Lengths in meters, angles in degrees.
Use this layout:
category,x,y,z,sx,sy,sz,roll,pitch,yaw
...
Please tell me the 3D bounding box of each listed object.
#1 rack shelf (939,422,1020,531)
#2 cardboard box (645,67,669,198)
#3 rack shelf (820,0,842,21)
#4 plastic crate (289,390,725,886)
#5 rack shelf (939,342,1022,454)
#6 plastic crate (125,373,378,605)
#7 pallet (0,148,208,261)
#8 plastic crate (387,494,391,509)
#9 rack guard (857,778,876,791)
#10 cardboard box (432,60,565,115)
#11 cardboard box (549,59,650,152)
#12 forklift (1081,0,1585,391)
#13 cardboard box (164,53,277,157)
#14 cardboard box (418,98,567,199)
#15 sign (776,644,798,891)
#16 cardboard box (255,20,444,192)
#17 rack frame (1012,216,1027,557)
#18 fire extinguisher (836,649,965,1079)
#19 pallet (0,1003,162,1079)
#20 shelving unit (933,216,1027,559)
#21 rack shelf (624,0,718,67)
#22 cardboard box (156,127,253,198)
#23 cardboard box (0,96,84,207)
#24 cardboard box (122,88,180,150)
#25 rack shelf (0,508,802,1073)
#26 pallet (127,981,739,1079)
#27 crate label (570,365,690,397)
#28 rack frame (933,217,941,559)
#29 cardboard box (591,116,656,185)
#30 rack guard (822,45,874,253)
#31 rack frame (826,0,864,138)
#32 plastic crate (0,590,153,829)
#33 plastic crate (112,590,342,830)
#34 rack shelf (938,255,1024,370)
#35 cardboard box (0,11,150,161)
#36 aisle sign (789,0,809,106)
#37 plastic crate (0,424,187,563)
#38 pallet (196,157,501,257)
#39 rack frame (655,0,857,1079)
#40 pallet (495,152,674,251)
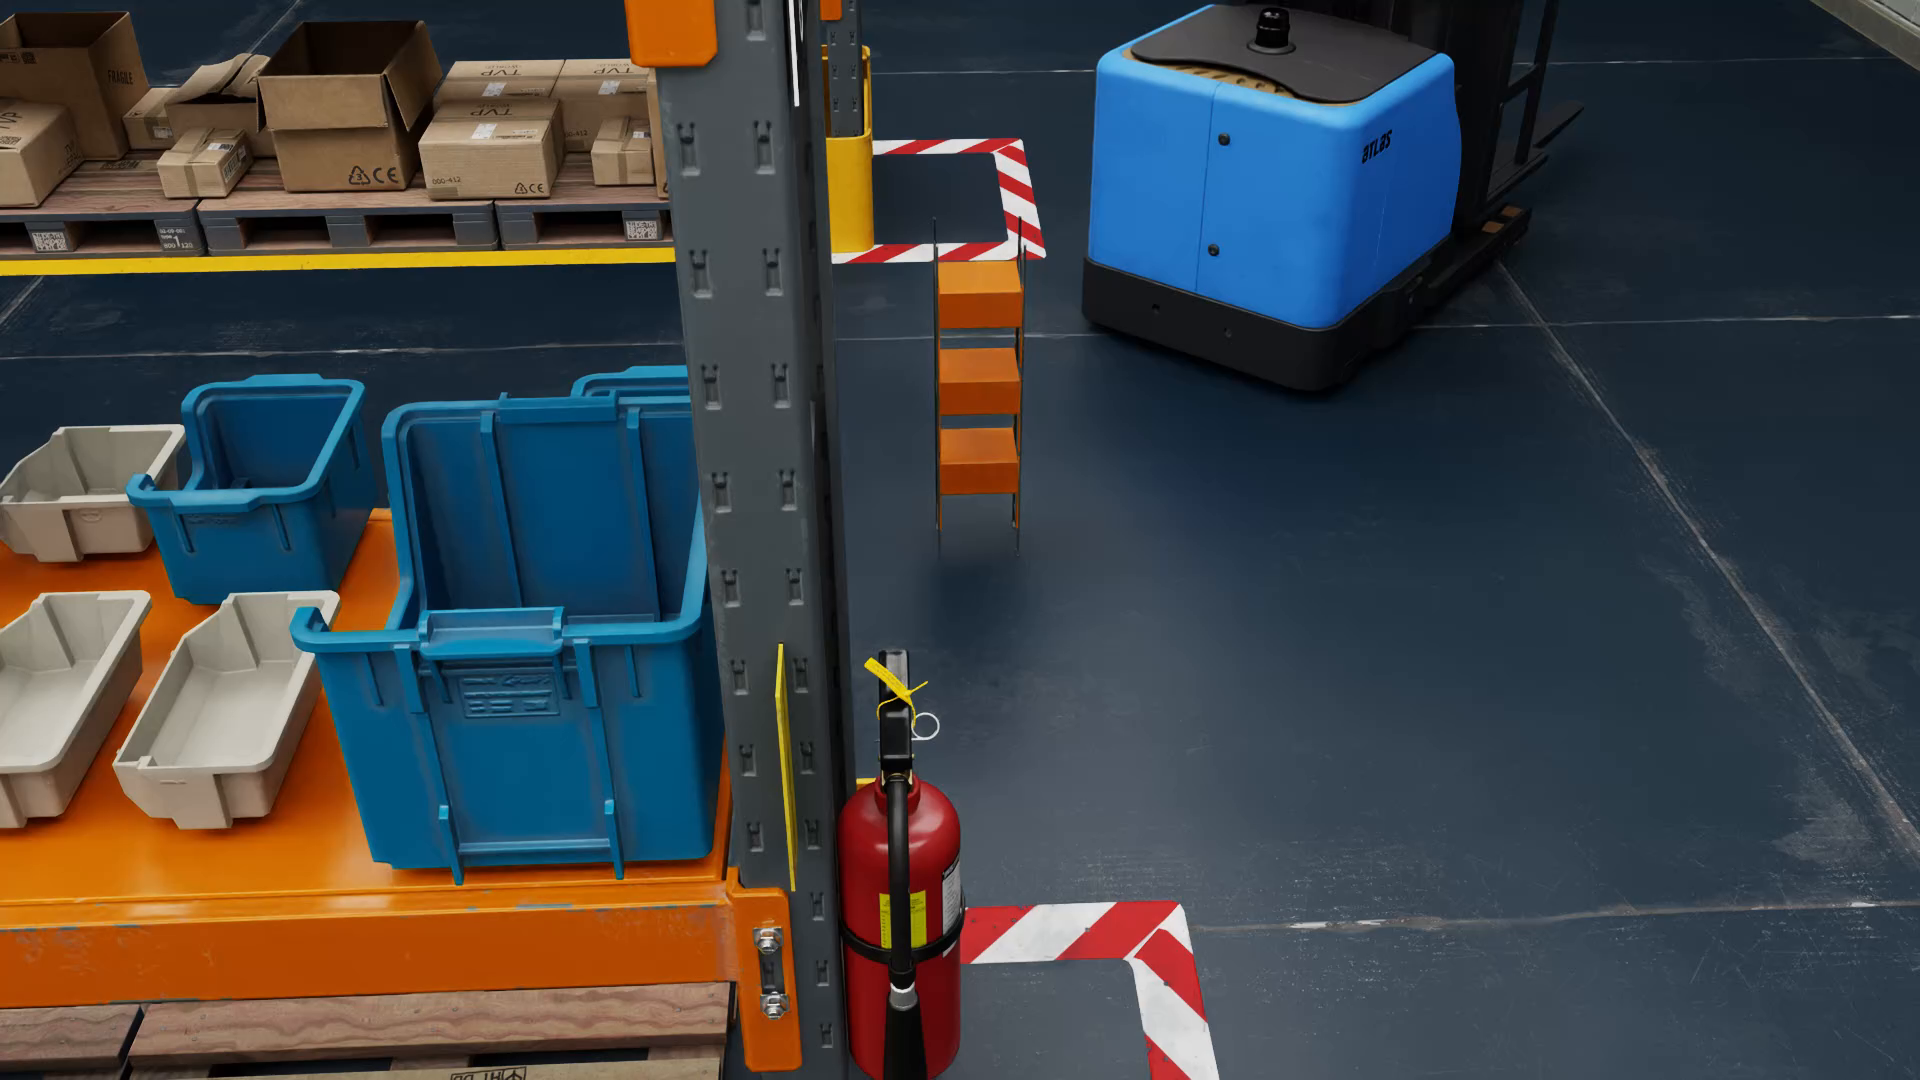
category,x,y,z,sx,sy,sz,roll,pitch,yaw
rack shelf,0.053,-0.196,5.117,0.240,0.259,0.215,-2,35,-2
cardboard box,-1.018,-1.774,6.987,0.500,0.500,0.500,-2,35,-2
rack shelf,-2.484,-2.426,6.751,4.000,0.370,1.077,-2,35,-2
plastic crate,-0.581,0.116,2.362,0.499,0.435,0.616,-2,35,-2
rack shelf,0.053,-0.424,4.959,0.240,0.259,0.215,-2,35,-2
plastic crate,-1.176,-0.078,2.821,0.300,0.233,0.416,-2,35,-2
pallet,-3.796,-1.539,7.288,1.213,0.211,1.003,-2,35,-2
plastic crate,-0.842,-0.095,2.930,0.298,0.136,0.250,-2,35,-2
rack guard,-0.232,1.060,3.279,0.348,0.500,1.175,-2,35,-2
cardboard box,-2.042,-1.945,7.455,0.500,0.250,0.500,-2,35,-2
cardboard box,-1.543,-1.959,7.474,0.500,0.250,0.500,-2,35,-2
forklift,1.760,-2.515,6.308,1.130,2.935,3.031,24,41,30
cardboard box,-3.177,-1.940,7.393,0.500,0.311,0.500,-2,35,-2
cardboard box,-1.968,-1.662,7.046,0.500,0.250,0.500,-2,35,-2
sign,-0.214,0.286,2.058,0.005,0.325,0.100,-2,35,-2
cardboard box,-2.606,-1.875,7.131,0.637,0.503,0.797,-2,35,-2
rack frame,0.175,-0.436,4.958,0.008,1.050,0.200,-2,35,-2
fire extinguisher,-0.084,0.480,2.316,0.183,0.674,0.296,-2,35,-2
pallet,-2.297,1.218,3.304,1.213,0.211,1.003,-2,35,-2
shelving unit,0.053,-0.433,4.953,0.252,1.050,0.215,-2,35,-2
rack shelf,-2.254,-0.843,1.829,4.000,0.370,1.077,-2,35,-2
cardboard box,-3.189,-1.601,7.030,0.250,0.166,0.380,-2,35,-2
cardboard box,-4.053,-1.631,6.947,0.500,0.311,0.500,-2,35,-2
cardboard box,-3.555,-1.897,7.474,0.250,0.149,0.380,-2,35,-2
rack shelf,-2.254,0.390,2.683,4.000,0.370,1.077,-2,35,-2
pallet,-1.081,1.187,3.349,1.213,0.211,1.003,-2,35,-2
crate label,-0.518,-0.096,2.847,0.303,0.233,0.416,-2,35,-2
rack frame,-0.068,-0.430,4.949,0.008,1.050,0.200,-2,35,-2
cardboard box,-1.427,-1.677,7.140,0.250,0.166,0.380,-2,35,-2
rack guard,-0.563,-1.745,7.333,0.348,0.500,1.175,-2,35,-2
rack frame,-0.487,-2.775,6.624,0.127,3.000,1.000,-2,35,-2
plastic crate,-1.352,0.249,2.434,0.243,0.136,0.396,-2,35,-2
plastic crate,-1.062,0.249,2.433,0.243,0.136,0.396,-2,35,-2
rack shelf,0.053,-0.658,4.798,0.240,0.259,0.215,-2,35,-2
cardboard box,-3.926,-1.997,7.310,0.500,0.500,0.500,-2,35,-2
aisle sign,-0.170,-0.864,1.578,0.004,0.787,0.394,-2,35,-2
plastic crate,-1.520,-0.076,2.904,0.298,0.136,0.250,-2,35,-2
pallet,-2.575,-1.573,7.338,1.213,0.211,1.003,-2,35,-2
rack frame,-0.256,0.040,2.556,0.127,3.000,1.000,-2,35,-2
pallet,-1.359,-1.604,7.383,1.213,0.211,1.003,-2,35,-2
